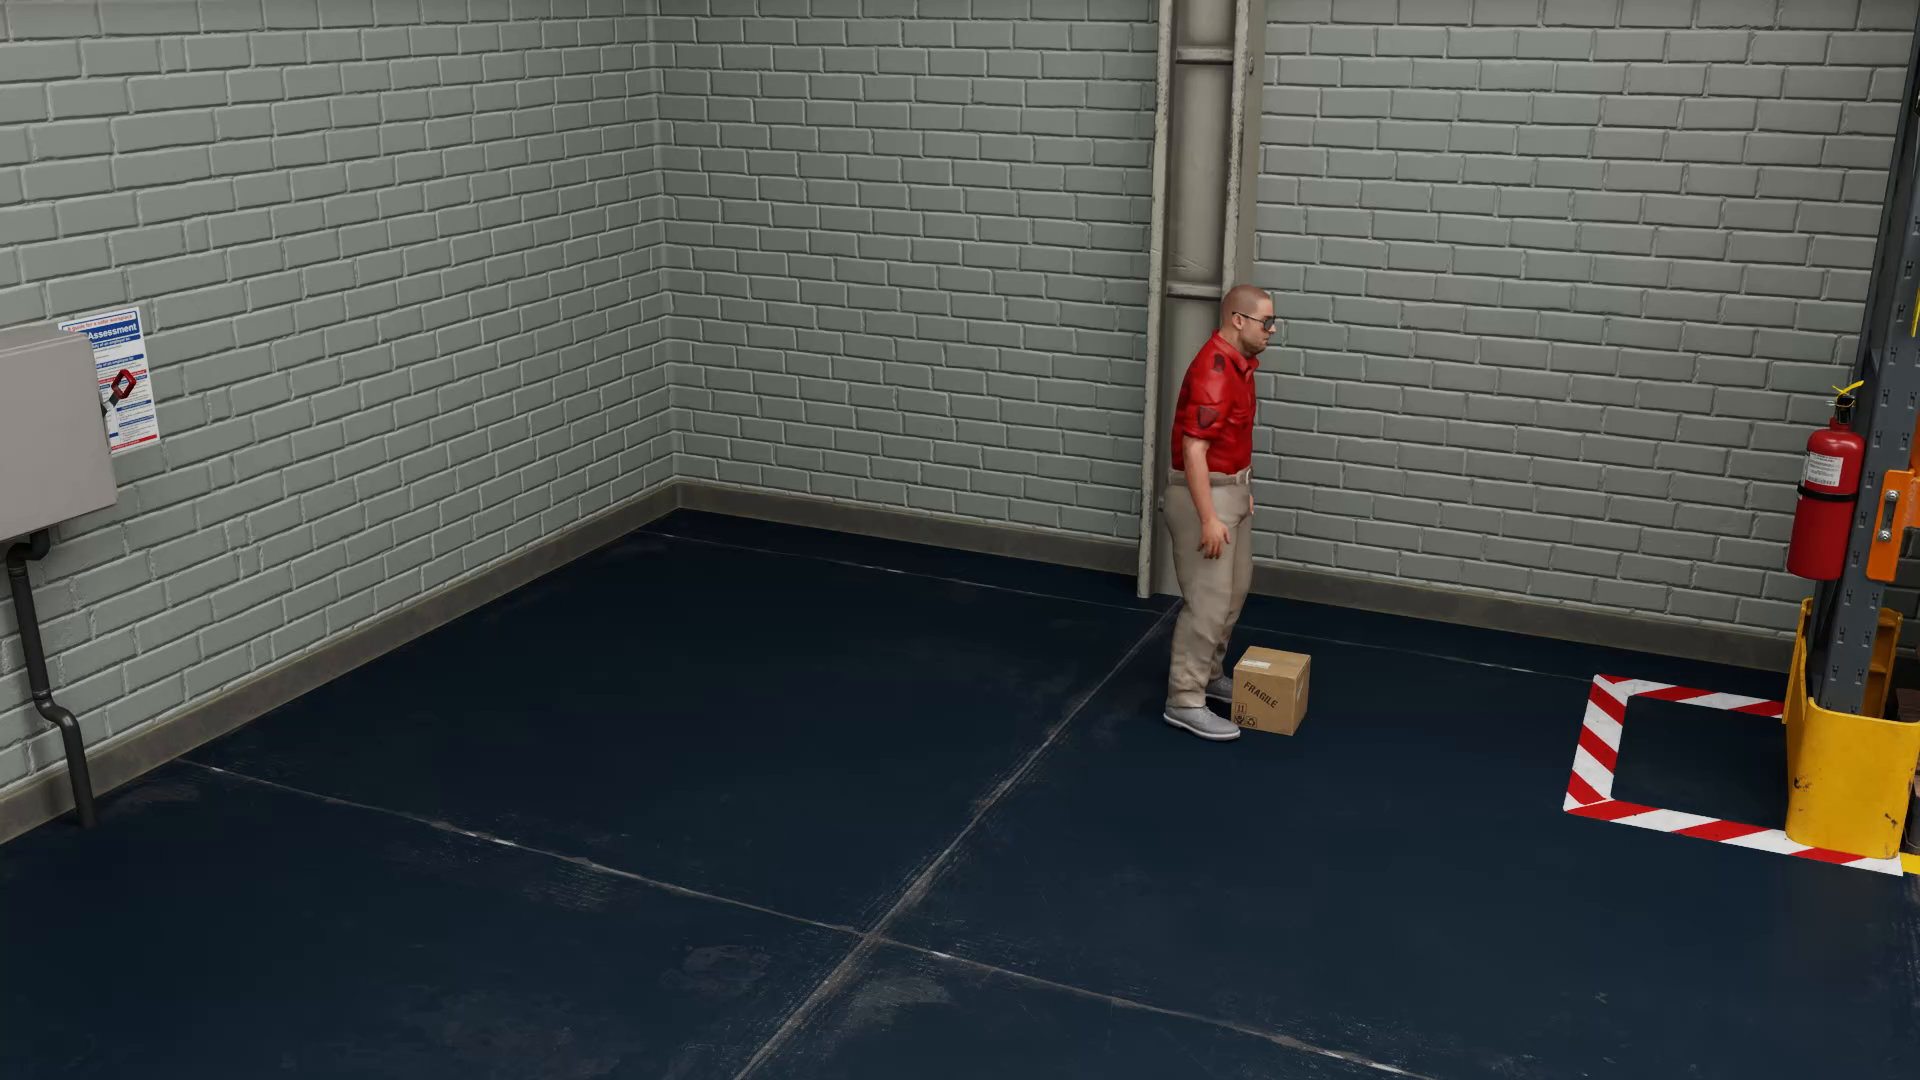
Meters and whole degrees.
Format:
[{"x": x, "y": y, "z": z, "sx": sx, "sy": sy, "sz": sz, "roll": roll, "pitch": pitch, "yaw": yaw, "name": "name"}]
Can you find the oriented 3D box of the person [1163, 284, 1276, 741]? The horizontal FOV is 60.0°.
[{"x": 1.004, "y": -0.135, "z": 6.478, "sx": 0.384, "sy": 1.727, "sz": 0.597, "roll": 8, "pitch": 20, "yaw": 21, "name": "person"}]
